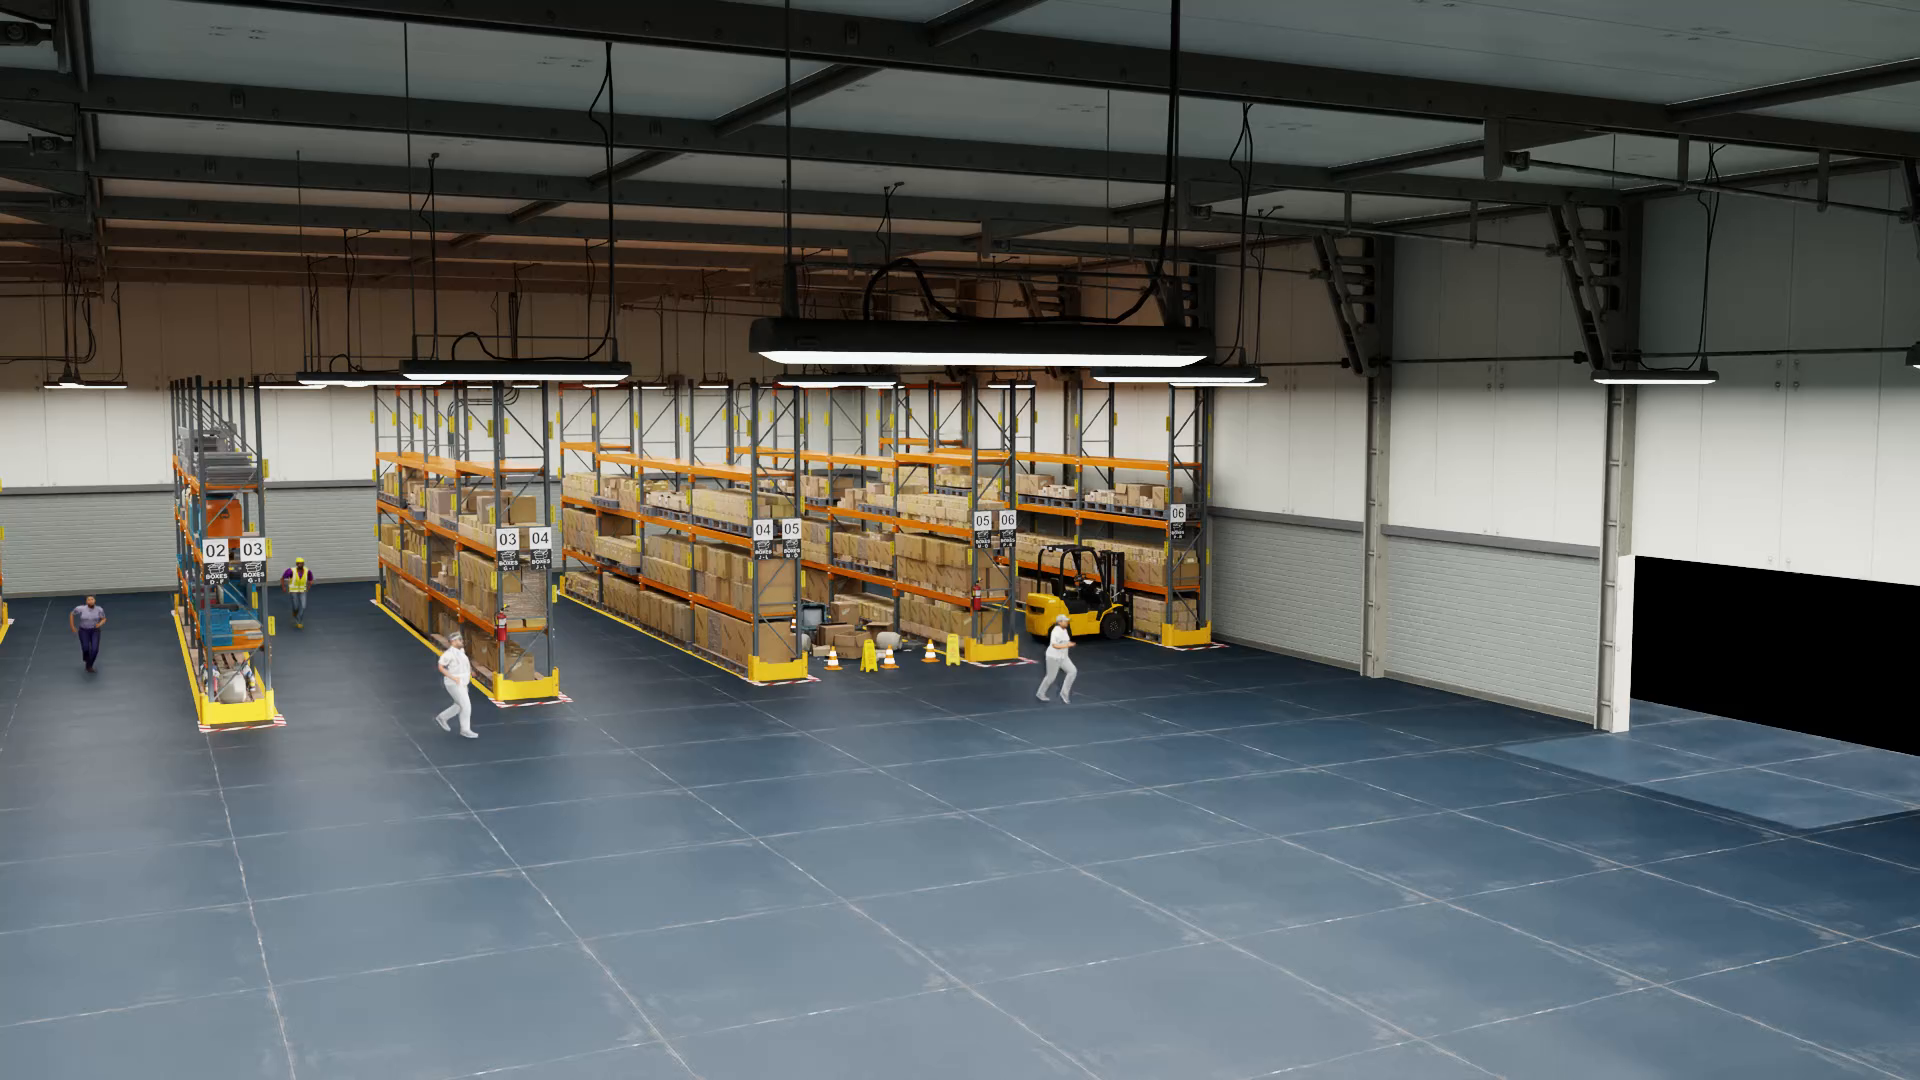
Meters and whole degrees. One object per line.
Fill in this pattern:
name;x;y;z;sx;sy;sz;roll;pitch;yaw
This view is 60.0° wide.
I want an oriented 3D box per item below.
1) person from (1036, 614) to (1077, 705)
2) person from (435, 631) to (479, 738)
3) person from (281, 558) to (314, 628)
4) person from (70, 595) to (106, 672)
person;1.771;2.195;30.541;0.815;1.680;0.627;3;6;29
person;-8.387;2.390;27.642;0.757;1.782;0.670;0;5;4
person;-16.171;1.277;40.623;0.741;1.717;0.694;-3;6;-33
person;-17.811;1.920;34.012;0.645;1.600;0.623;-4;6;-35
